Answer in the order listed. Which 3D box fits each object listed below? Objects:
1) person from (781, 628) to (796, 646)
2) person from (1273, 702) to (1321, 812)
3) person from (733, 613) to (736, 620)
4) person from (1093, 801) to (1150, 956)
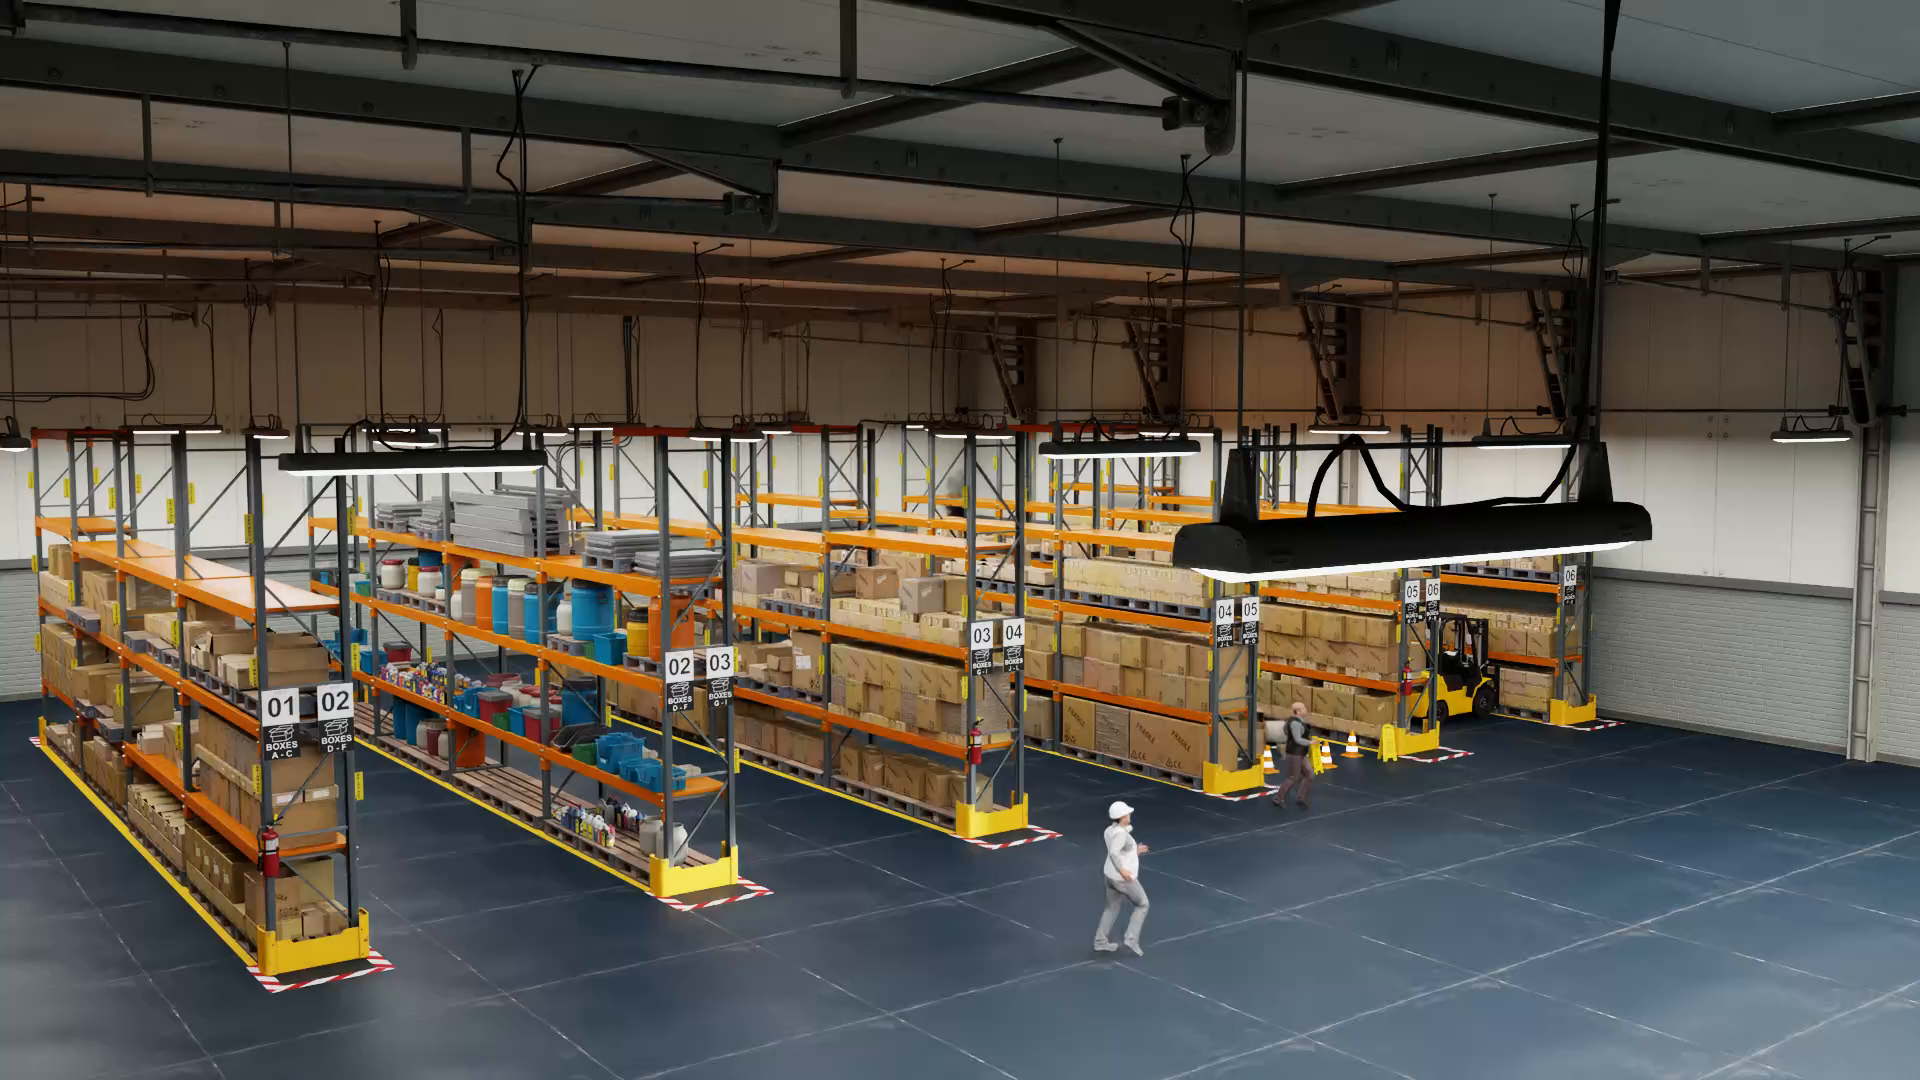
[{"bbox_3d":[-3.583,2.696,35.654,0.562,1.637,0.636,-3,6,-36],"label":"person"},{"bbox_3d":[5.313,3.438,26.185,0.739,1.798,0.672,1,5,16],"label":"person"},{"bbox_3d":[-5.716,2.148,41.717,0.718,1.717,0.770,-1,5,-7],"label":"person"},{"bbox_3d":[1.882,3.933,19.286,0.699,1.815,0.638,-2,5,-22],"label":"person"}]
